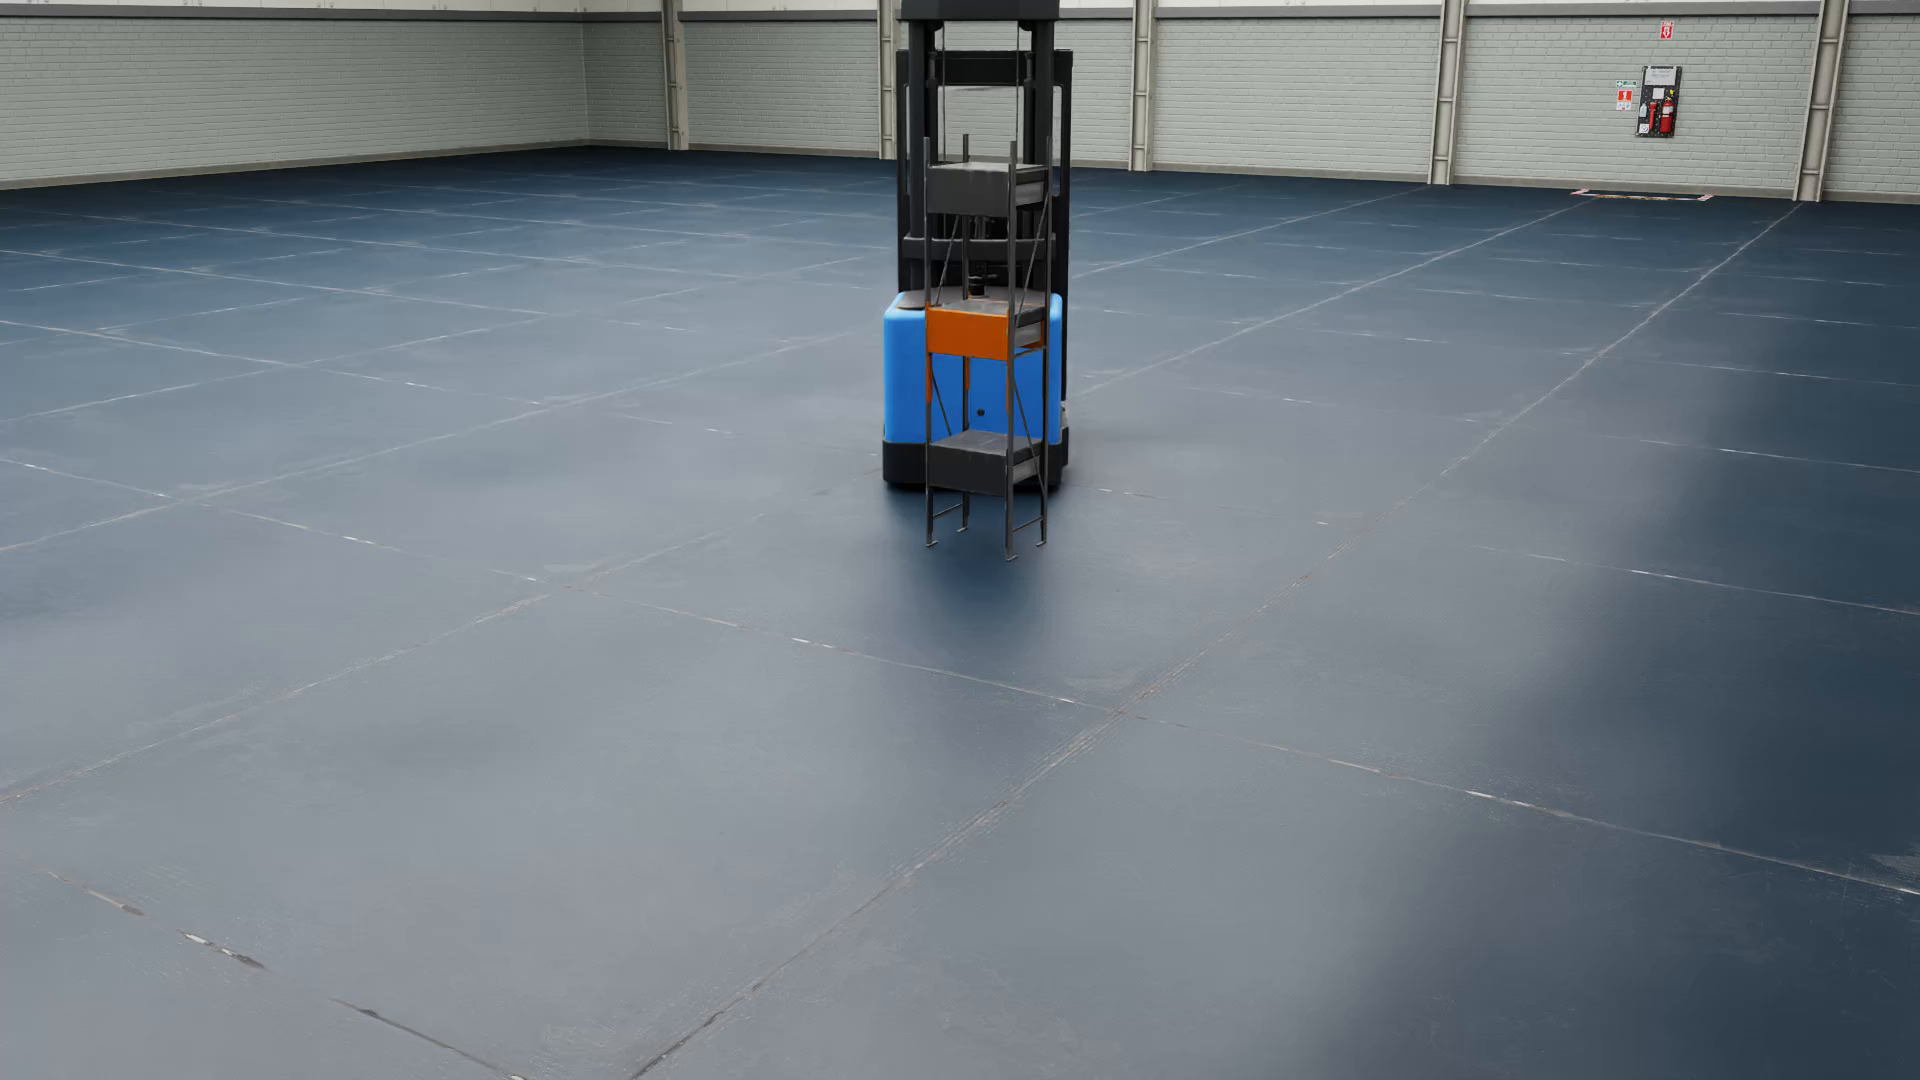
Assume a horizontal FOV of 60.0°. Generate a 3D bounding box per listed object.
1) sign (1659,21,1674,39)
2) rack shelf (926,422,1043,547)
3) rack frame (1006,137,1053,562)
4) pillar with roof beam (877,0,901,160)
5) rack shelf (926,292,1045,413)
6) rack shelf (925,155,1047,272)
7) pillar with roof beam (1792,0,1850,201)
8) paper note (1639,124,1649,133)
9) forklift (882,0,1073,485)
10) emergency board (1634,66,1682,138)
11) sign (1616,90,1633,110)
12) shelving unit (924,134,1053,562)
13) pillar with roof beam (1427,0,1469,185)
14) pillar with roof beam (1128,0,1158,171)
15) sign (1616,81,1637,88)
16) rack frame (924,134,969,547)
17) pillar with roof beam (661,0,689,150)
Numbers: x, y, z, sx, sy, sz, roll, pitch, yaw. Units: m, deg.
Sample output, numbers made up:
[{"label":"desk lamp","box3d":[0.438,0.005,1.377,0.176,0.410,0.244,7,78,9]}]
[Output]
[{"label":"sign","box3d":[11.786,-8.505,27.730,0.199,0.298,0.001,10,20,30]},{"label":"rack shelf","box3d":[0.141,-0.297,8.701,0.480,0.518,0.431,10,20,30]},{"label":"rack frame","box3d":[0.349,-0.942,8.371,0.015,2.100,0.400,10,20,30]},{"label":"pillar with roof beam","box3d":[-3.764,-11.527,31.345,0.400,9.000,9.100,10,20,30]},{"label":"rack shelf","box3d":[0.141,-0.966,8.497,0.480,0.518,0.431,10,20,30]},{"label":"rack shelf","box3d":[0.141,-1.636,8.294,0.480,0.518,0.431,10,20,30]},{"label":"pillar with roof beam","box3d":[11.574,-8.789,22.332,0.400,9.000,9.100,10,20,30]},{"label":"paper note","box3d":[11.626,-6.992,28.255,0.142,0.148,0.016,10,20,30]},{"label":"forklift","box3d":[0.165,-2.098,10.743,1.130,2.935,3.031,1,17,4]},{"label":"emergency board","box3d":[11.741,-7.370,27.982,0.643,1.169,0.194,10,20,30]},{"label":"sign","box3d":[11.324,-7.496,28.338,0.234,0.329,0.001,10,20,30]},{"label":"shelving unit","box3d":[0.141,-0.979,8.493,0.503,2.100,0.431,10,20,30]},{"label":"pillar with roof beam","box3d":[6.461,-9.701,25.336,0.400,9.000,9.100,10,20,30]},{"label":"pillar with roof beam","box3d":[1.348,-10.614,28.340,0.400,9.000,9.100,10,20,30]},{"label":"sign","box3d":[11.323,-7.747,28.251,0.331,0.109,0.001,10,20,30]},{"label":"rack frame","box3d":[-0.067,-1.017,8.615,0.015,2.100,0.400,10,20,30]},{"label":"pillar with roof beam","box3d":[-8.877,-12.439,34.349,0.400,9.000,9.100,10,20,30]}]
